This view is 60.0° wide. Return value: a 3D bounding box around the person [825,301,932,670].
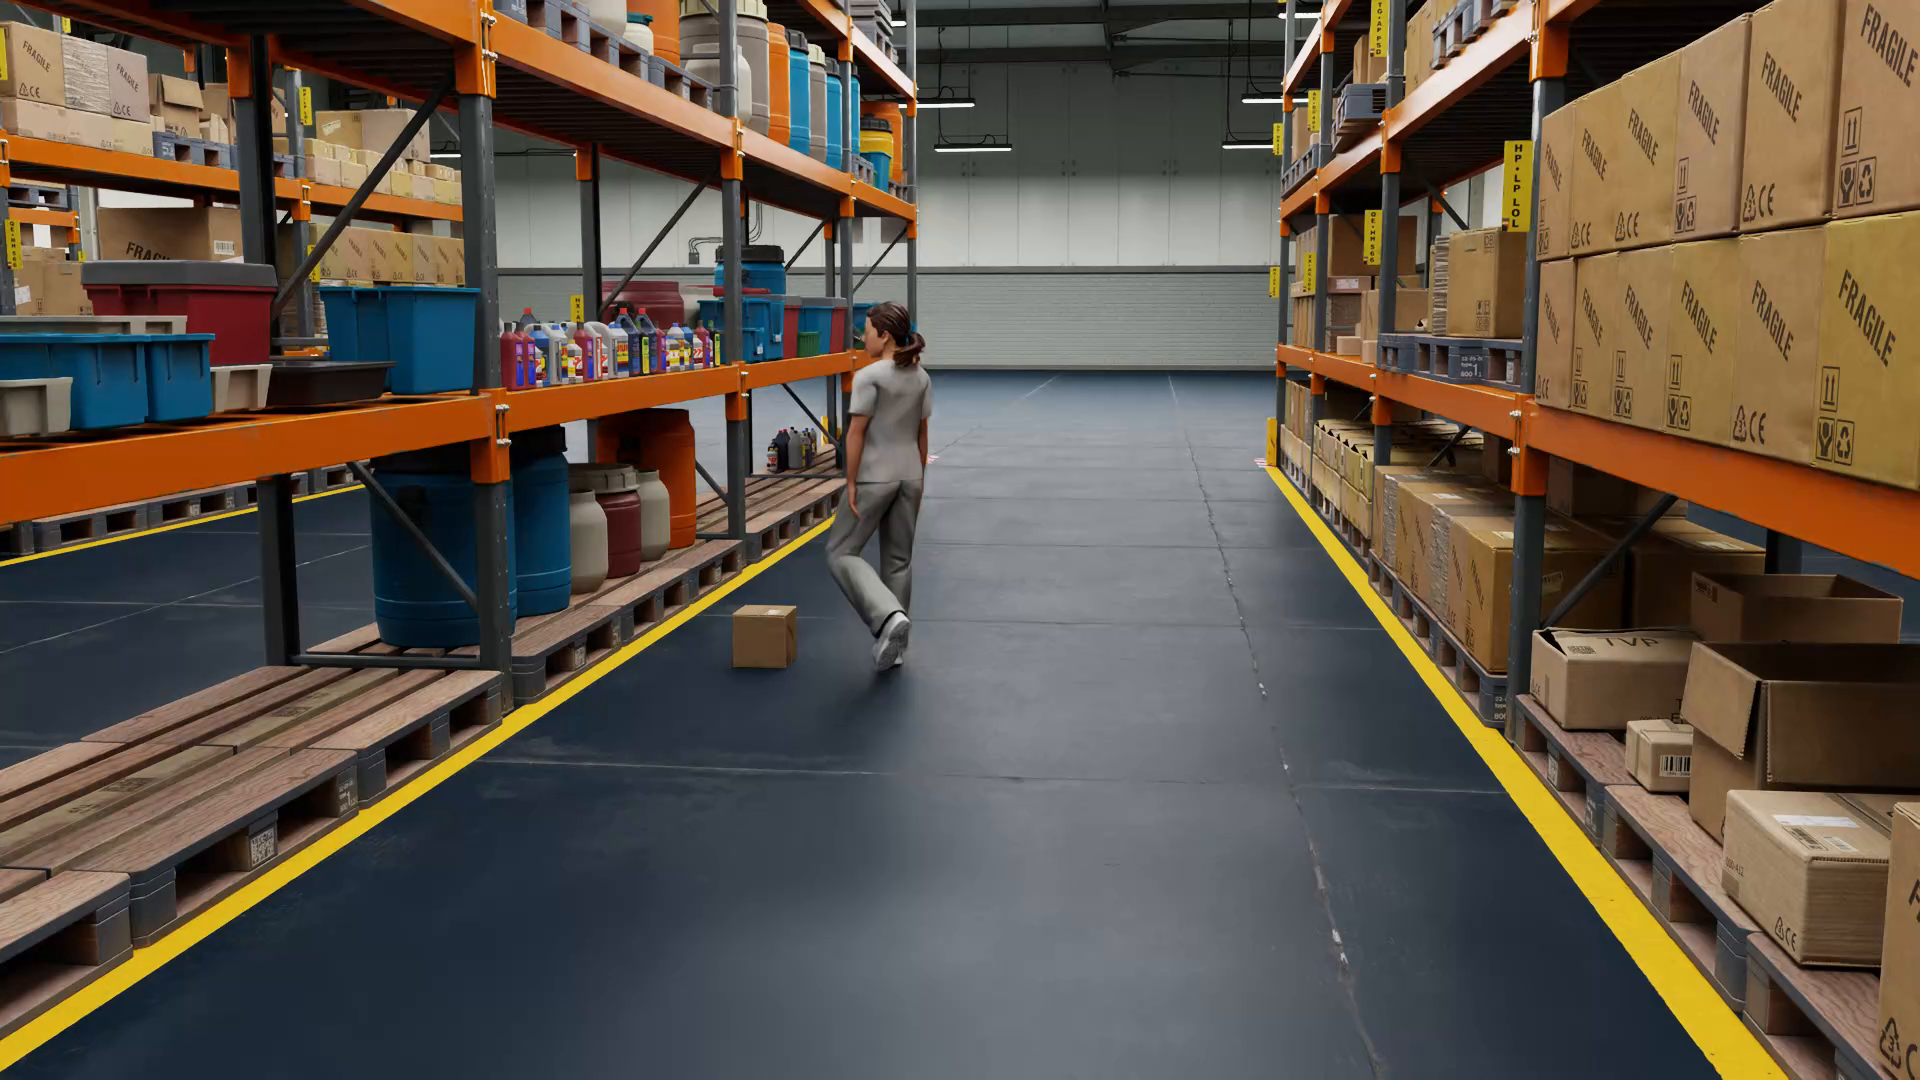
[{"bbox_3d":[-0.331,-0.239,7.531,0.491,1.671,0.614,-6,10,-37],"label":"person"}]
